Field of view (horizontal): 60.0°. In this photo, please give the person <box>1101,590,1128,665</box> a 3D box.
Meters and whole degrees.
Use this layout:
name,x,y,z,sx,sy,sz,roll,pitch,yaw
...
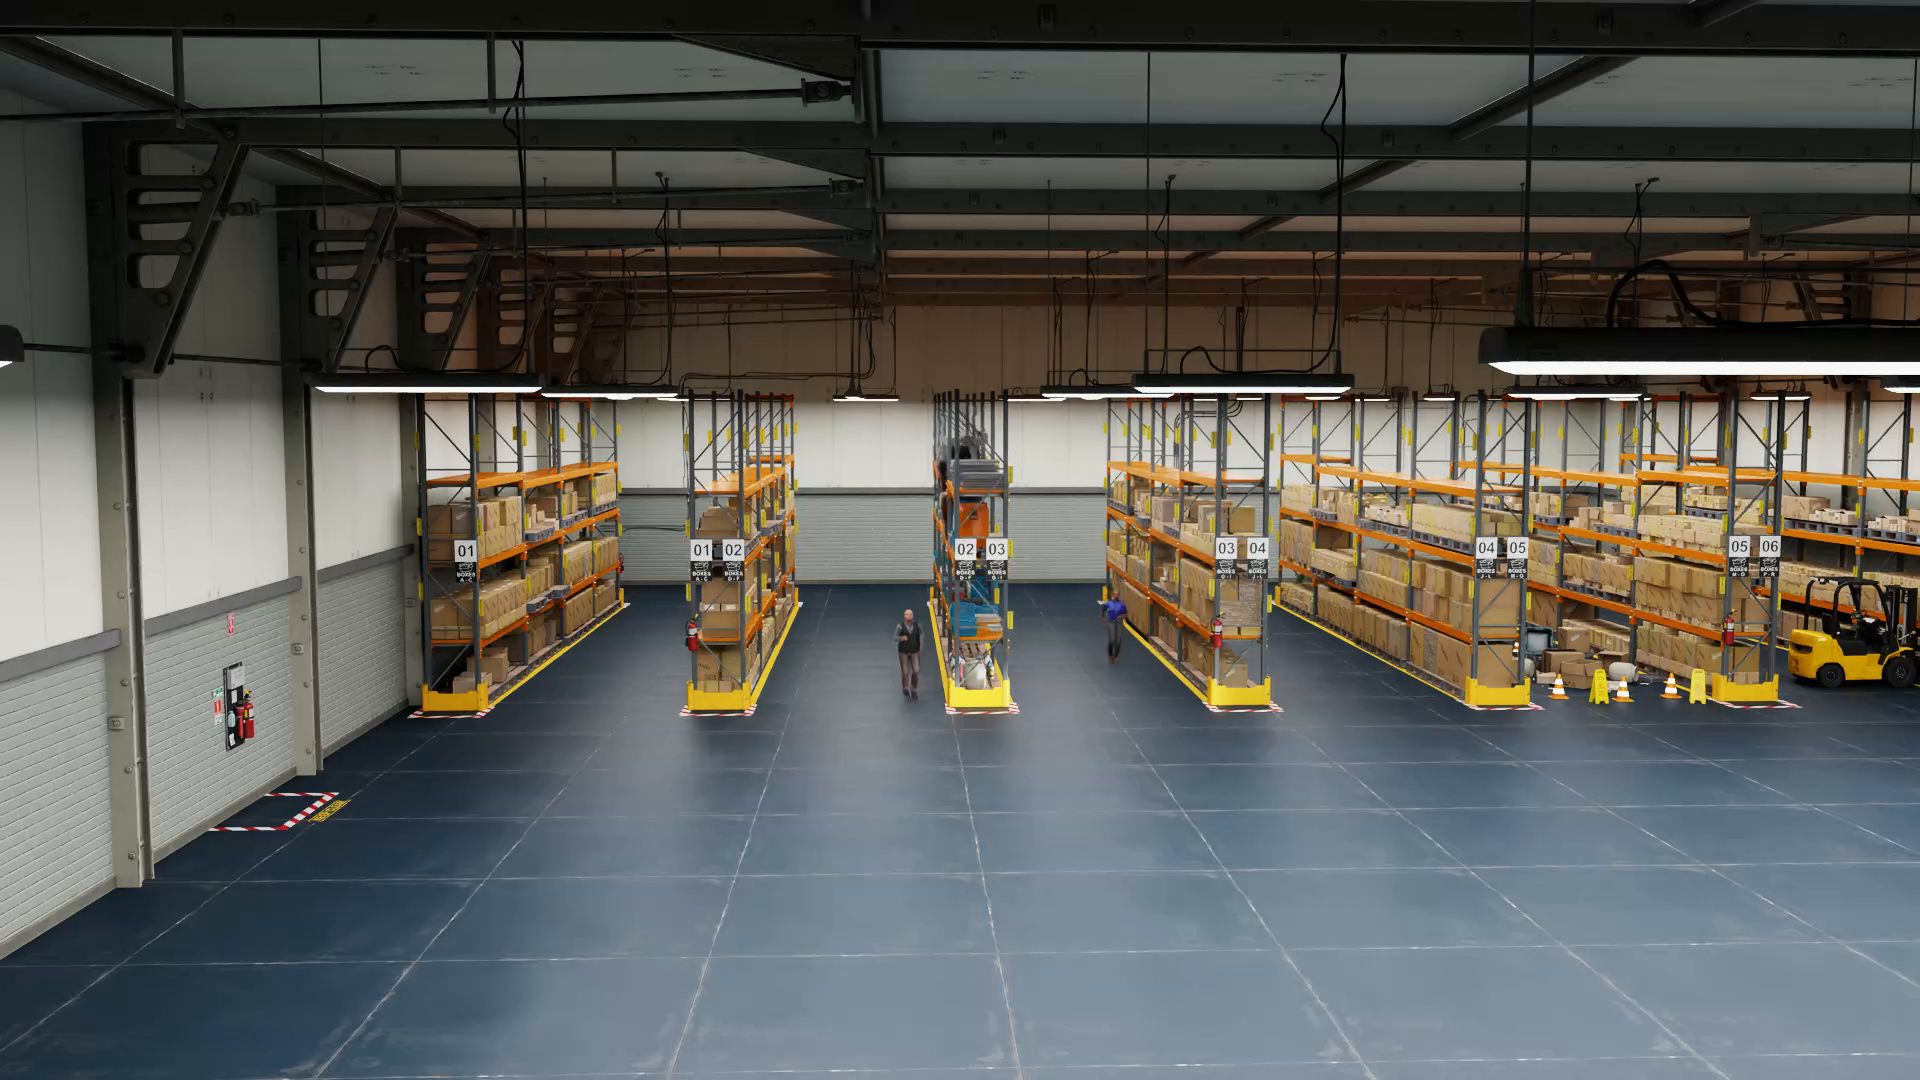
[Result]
name,x,y,z,sx,sy,sz,roll,pitch,yaw
person,3.412,1.920,36.570,0.548,1.657,0.684,0,5,-5

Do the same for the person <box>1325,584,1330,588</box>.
name,x,y,z,sx,sy,sz,roll,pitch,yaw
person,11.075,0.860,49.191,0.831,1.782,0.635,0,5,4

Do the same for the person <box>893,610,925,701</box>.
name,x,y,z,sx,sy,sz,roll,pitch,yaw
person,-0.976,2.238,32.301,0.637,1.772,0.709,-1,5,-6

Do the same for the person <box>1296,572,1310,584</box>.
name,x,y,z,sx,sy,sz,roll,pitch,yaw
person,10.164,0.836,48.969,0.932,1.782,0.725,4,6,38
